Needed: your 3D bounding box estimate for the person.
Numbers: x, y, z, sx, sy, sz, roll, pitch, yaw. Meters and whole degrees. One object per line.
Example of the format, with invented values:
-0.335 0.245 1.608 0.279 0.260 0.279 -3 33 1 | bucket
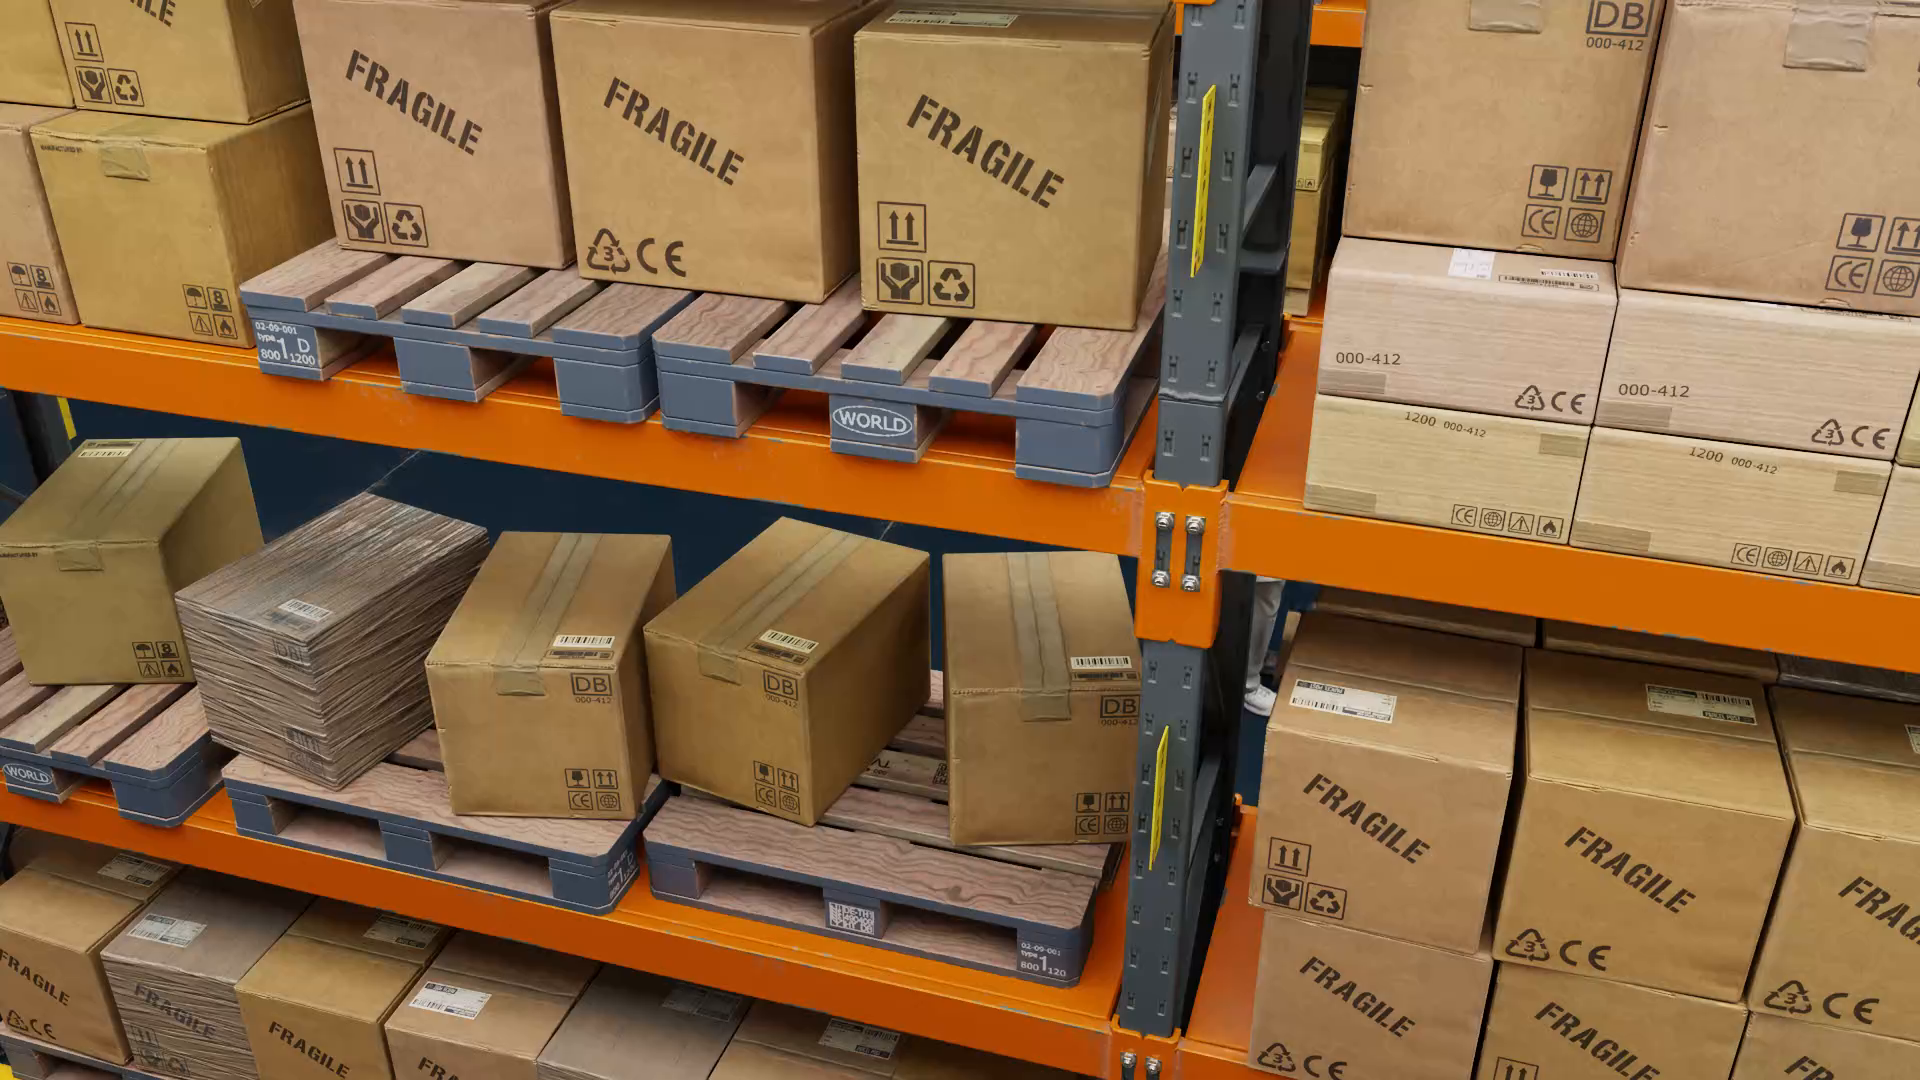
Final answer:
1.353 -0.114 7.348 0.426 1.775 0.612 7 30 13 | person
